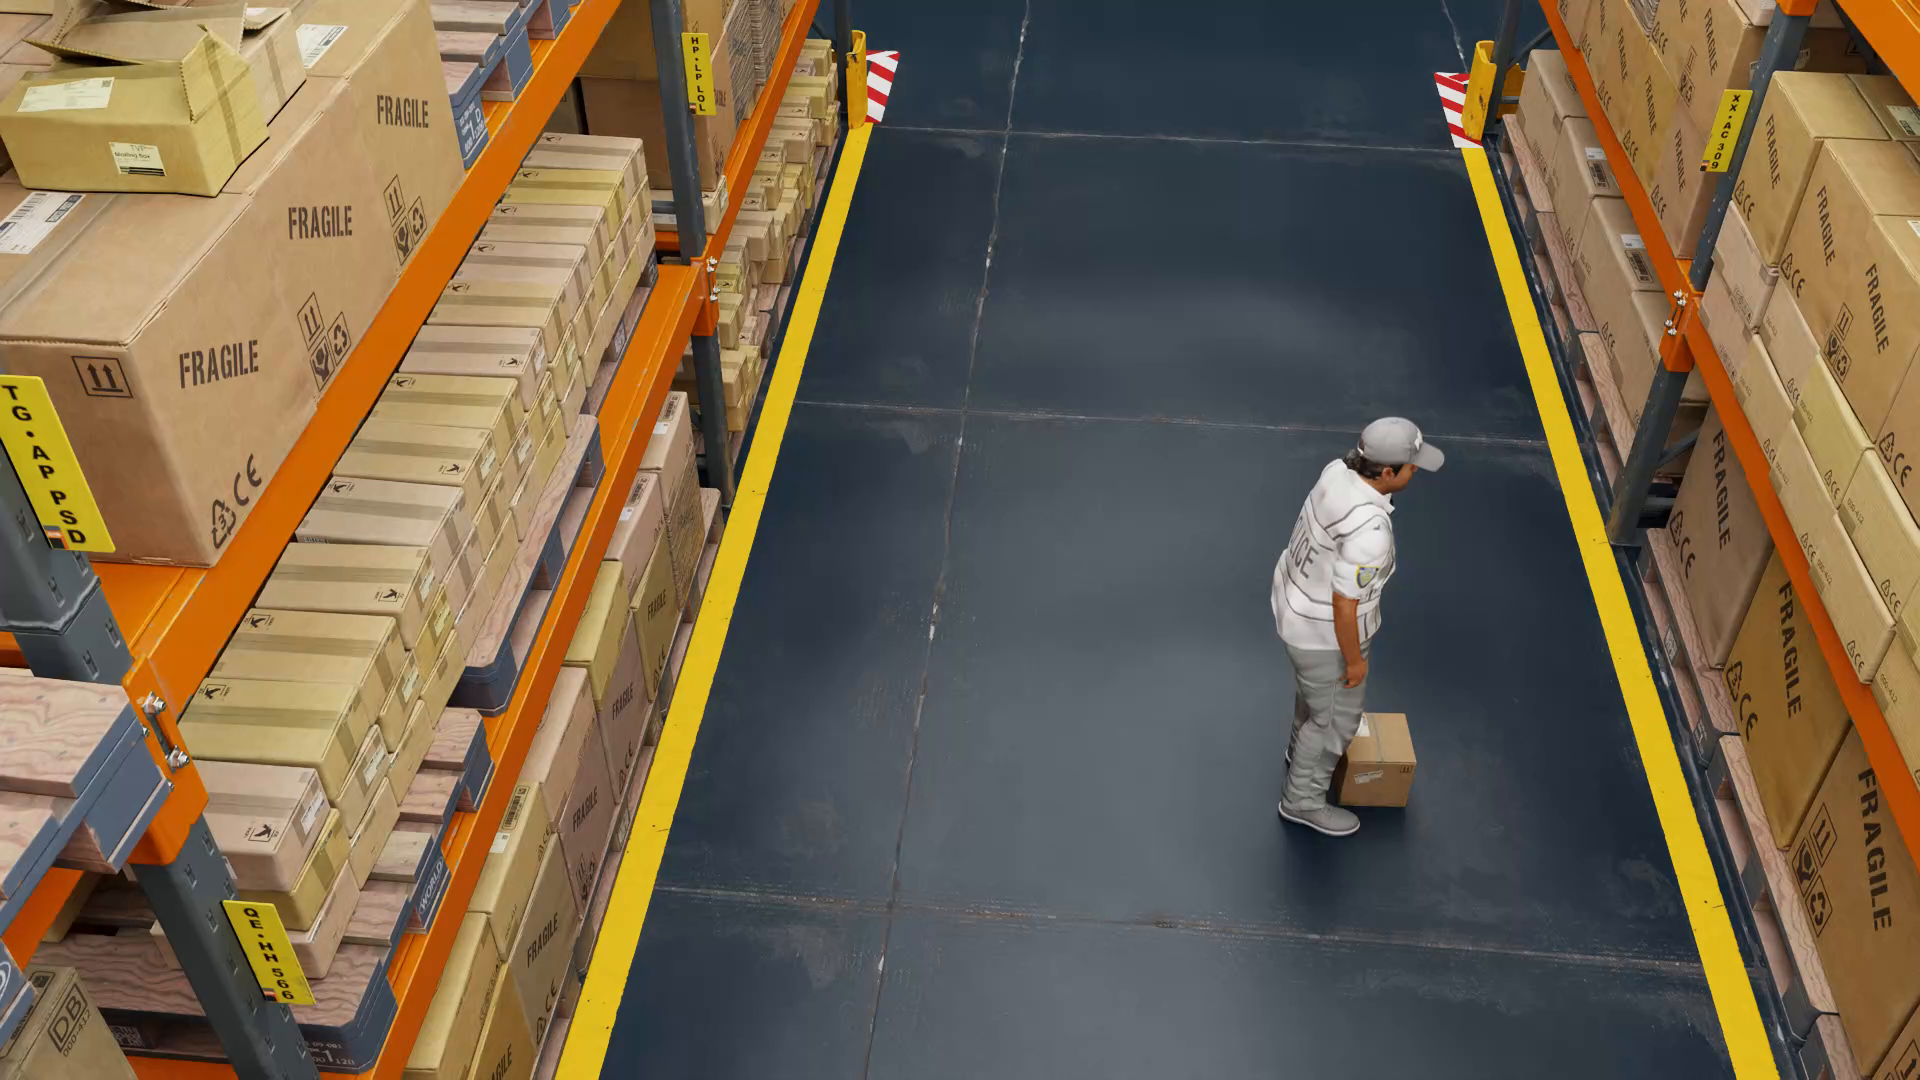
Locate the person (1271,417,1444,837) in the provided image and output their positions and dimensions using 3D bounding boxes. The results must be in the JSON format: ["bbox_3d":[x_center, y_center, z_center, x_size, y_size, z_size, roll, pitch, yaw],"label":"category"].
[{"bbox_3d":[1.333,0.283,5.819,0.469,1.665,0.561,1,40,1],"label":"person"}]
